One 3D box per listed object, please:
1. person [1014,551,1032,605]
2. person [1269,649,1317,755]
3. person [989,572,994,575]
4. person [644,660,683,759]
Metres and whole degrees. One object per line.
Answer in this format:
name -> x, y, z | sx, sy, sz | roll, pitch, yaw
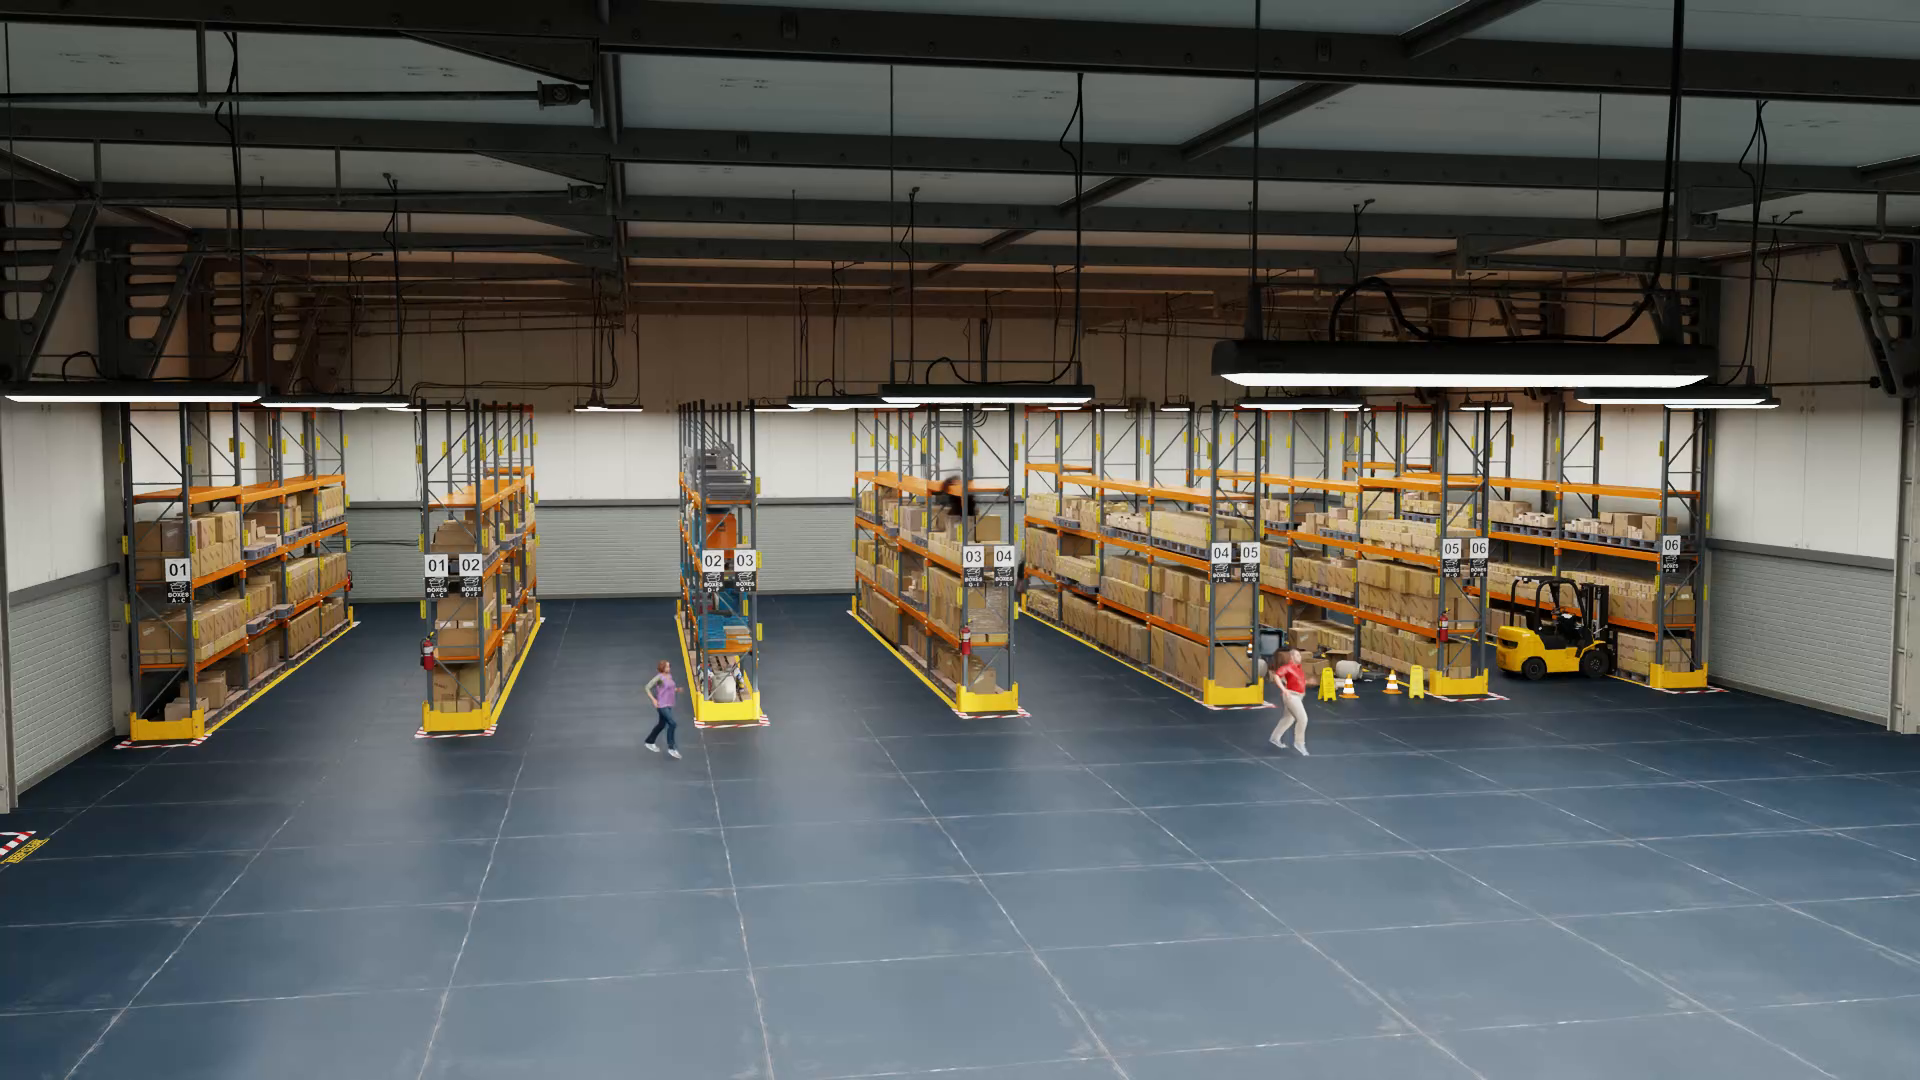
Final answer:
person -> 1.914, 1.141, 49.733 | 0.569, 1.649, 0.699 | -2, 5, -30
person -> 5.645, 2.748, 28.208 | 0.796, 1.801, 0.642 | 2, 5, 24
person -> 0.842, 1.322, 46.854 | 0.680, 1.762, 0.559 | -1, 4, -10
person -> -4.968, 2.816, 27.774 | 0.740, 1.633, 0.469 | 1, 4, 15
